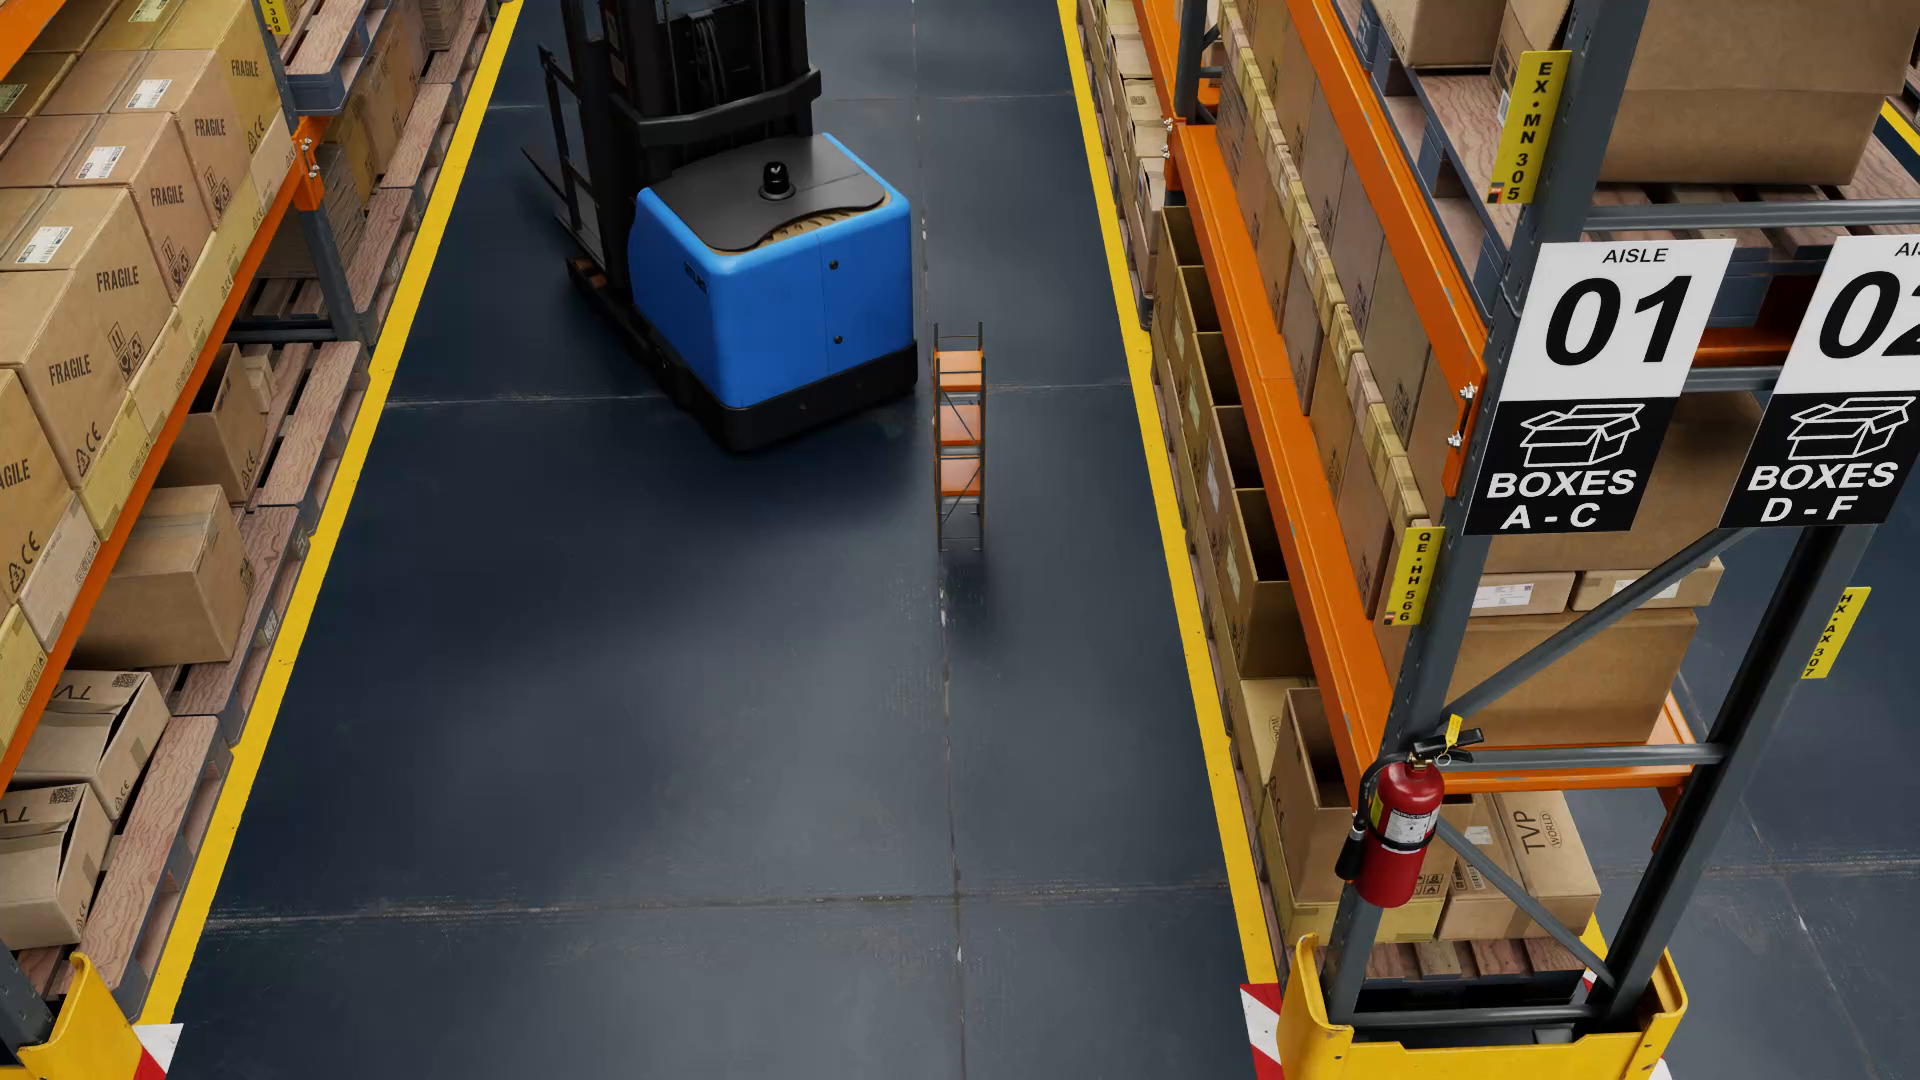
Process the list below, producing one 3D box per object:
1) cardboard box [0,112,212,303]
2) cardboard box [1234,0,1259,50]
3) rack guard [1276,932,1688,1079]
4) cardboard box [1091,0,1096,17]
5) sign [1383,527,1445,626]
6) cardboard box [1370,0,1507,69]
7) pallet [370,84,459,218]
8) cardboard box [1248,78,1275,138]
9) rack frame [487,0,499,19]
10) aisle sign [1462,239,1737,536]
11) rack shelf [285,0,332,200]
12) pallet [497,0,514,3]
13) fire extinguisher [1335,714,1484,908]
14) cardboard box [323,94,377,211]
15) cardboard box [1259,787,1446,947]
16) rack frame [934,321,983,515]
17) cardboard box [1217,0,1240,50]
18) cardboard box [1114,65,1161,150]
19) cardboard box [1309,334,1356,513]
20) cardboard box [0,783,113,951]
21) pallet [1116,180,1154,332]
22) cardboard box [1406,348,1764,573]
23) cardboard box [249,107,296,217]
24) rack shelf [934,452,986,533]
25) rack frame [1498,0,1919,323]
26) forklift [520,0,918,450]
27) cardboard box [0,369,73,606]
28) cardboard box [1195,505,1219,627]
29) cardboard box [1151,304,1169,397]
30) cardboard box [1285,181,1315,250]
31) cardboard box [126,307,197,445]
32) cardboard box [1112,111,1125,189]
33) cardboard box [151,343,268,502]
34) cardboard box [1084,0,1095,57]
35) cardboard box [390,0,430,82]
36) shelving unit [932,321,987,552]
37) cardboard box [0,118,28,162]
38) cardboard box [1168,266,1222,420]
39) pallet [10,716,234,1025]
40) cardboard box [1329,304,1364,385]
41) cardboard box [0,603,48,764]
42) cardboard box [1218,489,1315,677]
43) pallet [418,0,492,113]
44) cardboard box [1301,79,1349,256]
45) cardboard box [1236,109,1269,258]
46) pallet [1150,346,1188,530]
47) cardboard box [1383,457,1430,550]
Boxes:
[{"bbox_3d":[-3.103,-1.198,6.028,0.500,0.500,0.500,-3,43,-3],"label":"cardboard box"},{"bbox_3d":[1.504,-2.317,6.674,0.700,0.500,0.500,-1,43,-2],"label":"cardboard box"},{"bbox_3d":[1.650,1.537,5.353,1.175,0.500,0.348,-2,43,-2],"label":"rack guard"},{"bbox_3d":[1.069,-3.433,10.234,0.500,0.311,0.500,-3,43,-3],"label":"cardboard box"},{"bbox_3d":[1.106,0.091,4.048,0.100,0.325,0.005,-2,43,-2],"label":"sign"},{"bbox_3d":[1.337,-1.428,4.214,0.500,0.250,0.500,-2,43,-2],"label":"cardboard box"},{"bbox_3d":[-3.559,-2.280,9.731,1.003,0.211,1.213,-2,43,-2],"label":"pallet"},{"bbox_3d":[1.333,-1.670,6.447,0.380,0.149,0.250,-2,43,-2],"label":"cardboard box"},{"bbox_3d":[-3.640,-4.657,10.260,1.000,3.000,0.127,-2,43,-2],"label":"rack frame"},{"bbox_3d":[1.358,-0.307,3.590,0.394,0.787,0.004,-2,43,-2],"label":"aisle sign"},{"bbox_3d":[-3.555,-3.042,9.031,1.077,0.370,4.000,-2,43,-2],"label":"rack shelf"},{"bbox_3d":[-3.598,-4.164,11.786,1.003,0.211,1.213,-2,43,-2],"label":"pallet"},{"bbox_3d":[1.190,0.721,4.451,0.296,0.674,0.183,-2,43,-2],"label":"fire extinguisher"},{"bbox_3d":[-3.590,-2.041,8.931,0.700,0.500,0.500,-2,43,-3],"label":"cardboard box"},{"bbox_3d":[1.331,1.104,5.699,0.500,0.250,0.500,-2,43,-2],"label":"cardboard box"},{"bbox_3d":[-0.007,-0.505,7.174,0.200,1.050,0.008,-2,43,-2],"label":"rack frame"},{"bbox_3d":[1.297,-2.190,7.015,0.380,0.149,0.250,-2,43,-2],"label":"cardboard box"},{"bbox_3d":[1.128,-2.402,9.110,0.500,0.311,0.500,-2,43,-2],"label":"cardboard box"},{"bbox_3d":[1.600,-0.443,5.589,0.700,0.500,0.500,-1,43,-2],"label":"cardboard box"},{"bbox_3d":[-3.239,1.103,5.641,0.500,0.311,0.500,-6,43,-7],"label":"cardboard box"},{"bbox_3d":[1.409,-1.570,8.956,1.003,0.211,1.213,-2,43,-2],"label":"pallet"},{"bbox_3d":[1.640,-0.267,4.437,0.700,0.500,0.500,-1,43,-2],"label":"cardboard box"},{"bbox_3d":[-3.147,-1.598,7.019,0.500,0.250,0.500,-2,43,-2],"label":"cardboard box"},{"bbox_3d":[-0.002,-0.210,7.279,0.215,0.259,0.240,-2,43,-2],"label":"rack shelf"},{"bbox_3d":[1.649,-1.612,2.499,1.000,3.000,0.127,-2,43,-2],"label":"rack frame"},{"bbox_3d":[-1.429,-2.469,7.924,1.130,2.935,3.031,-24,48,-24],"label":"forklift"},{"bbox_3d":[-3.031,-0.150,4.884,0.500,0.500,0.500,-2,43,-2],"label":"cardboard box"},{"bbox_3d":[1.255,0.092,6.804,0.500,0.250,0.500,-2,43,-2],"label":"cardboard box"},{"bbox_3d":[1.196,-0.921,7.908,0.500,0.250,0.500,-2,43,-2],"label":"cardboard box"},{"bbox_3d":[1.366,-1.145,5.875,0.380,0.149,0.250,-2,43,-2],"label":"cardboard box"},{"bbox_3d":[-3.075,-0.582,5.911,0.500,0.250,0.500,-1,43,-1],"label":"cardboard box"},{"bbox_3d":[1.130,-2.201,9.305,0.500,0.250,0.500,-1,43,-1],"label":"cardboard box"},{"bbox_3d":[-3.386,-0.498,7.247,0.500,0.500,0.500,-5,43,-5],"label":"cardboard box"},{"bbox_3d":[1.060,-3.242,10.440,0.500,0.250,0.500,-3,43,-3],"label":"cardboard box"},{"bbox_3d":[-3.651,-3.062,10.045,0.700,0.500,0.500,-2,43,-2],"label":"cardboard box"},{"bbox_3d":[-0.002,-0.423,7.084,0.215,1.050,0.252,-2,43,-2],"label":"shelving unit"},{"bbox_3d":[-3.625,-1.176,6.004,0.500,0.500,0.500,-1,43,-1],"label":"cardboard box"},{"bbox_3d":[1.215,-0.860,7.287,0.500,0.500,0.500,-2,43,-2],"label":"cardboard box"},{"bbox_3d":[-3.302,1.171,5.966,1.003,0.211,1.213,-2,43,-2],"label":"pallet"},{"bbox_3d":[1.399,-0.626,5.309,0.380,0.149,0.250,0,43,0],"label":"cardboard box"},{"bbox_3d":[-3.003,0.453,4.782,0.500,0.250,0.500,-3,43,-3],"label":"cardboard box"},{"bbox_3d":[1.272,0.153,6.182,0.500,0.500,0.500,-2,43,-2],"label":"cardboard box"},{"bbox_3d":[-3.608,-3.102,10.627,1.003,0.211,1.213,-2,43,-2],"label":"pallet"},{"bbox_3d":[1.568,-1.301,5.565,0.700,0.500,0.500,-2,43,-2],"label":"cardboard box"},{"bbox_3d":[1.533,-1.483,6.724,0.700,0.500,0.500,-2,43,-2],"label":"cardboard box"},{"bbox_3d":[1.471,-0.535,7.827,1.003,0.211,1.213,-2,43,-2],"label":"pallet"},{"bbox_3d":[1.430,-0.106,4.741,0.380,0.149,0.250,-1,43,-1],"label":"cardboard box"}]
